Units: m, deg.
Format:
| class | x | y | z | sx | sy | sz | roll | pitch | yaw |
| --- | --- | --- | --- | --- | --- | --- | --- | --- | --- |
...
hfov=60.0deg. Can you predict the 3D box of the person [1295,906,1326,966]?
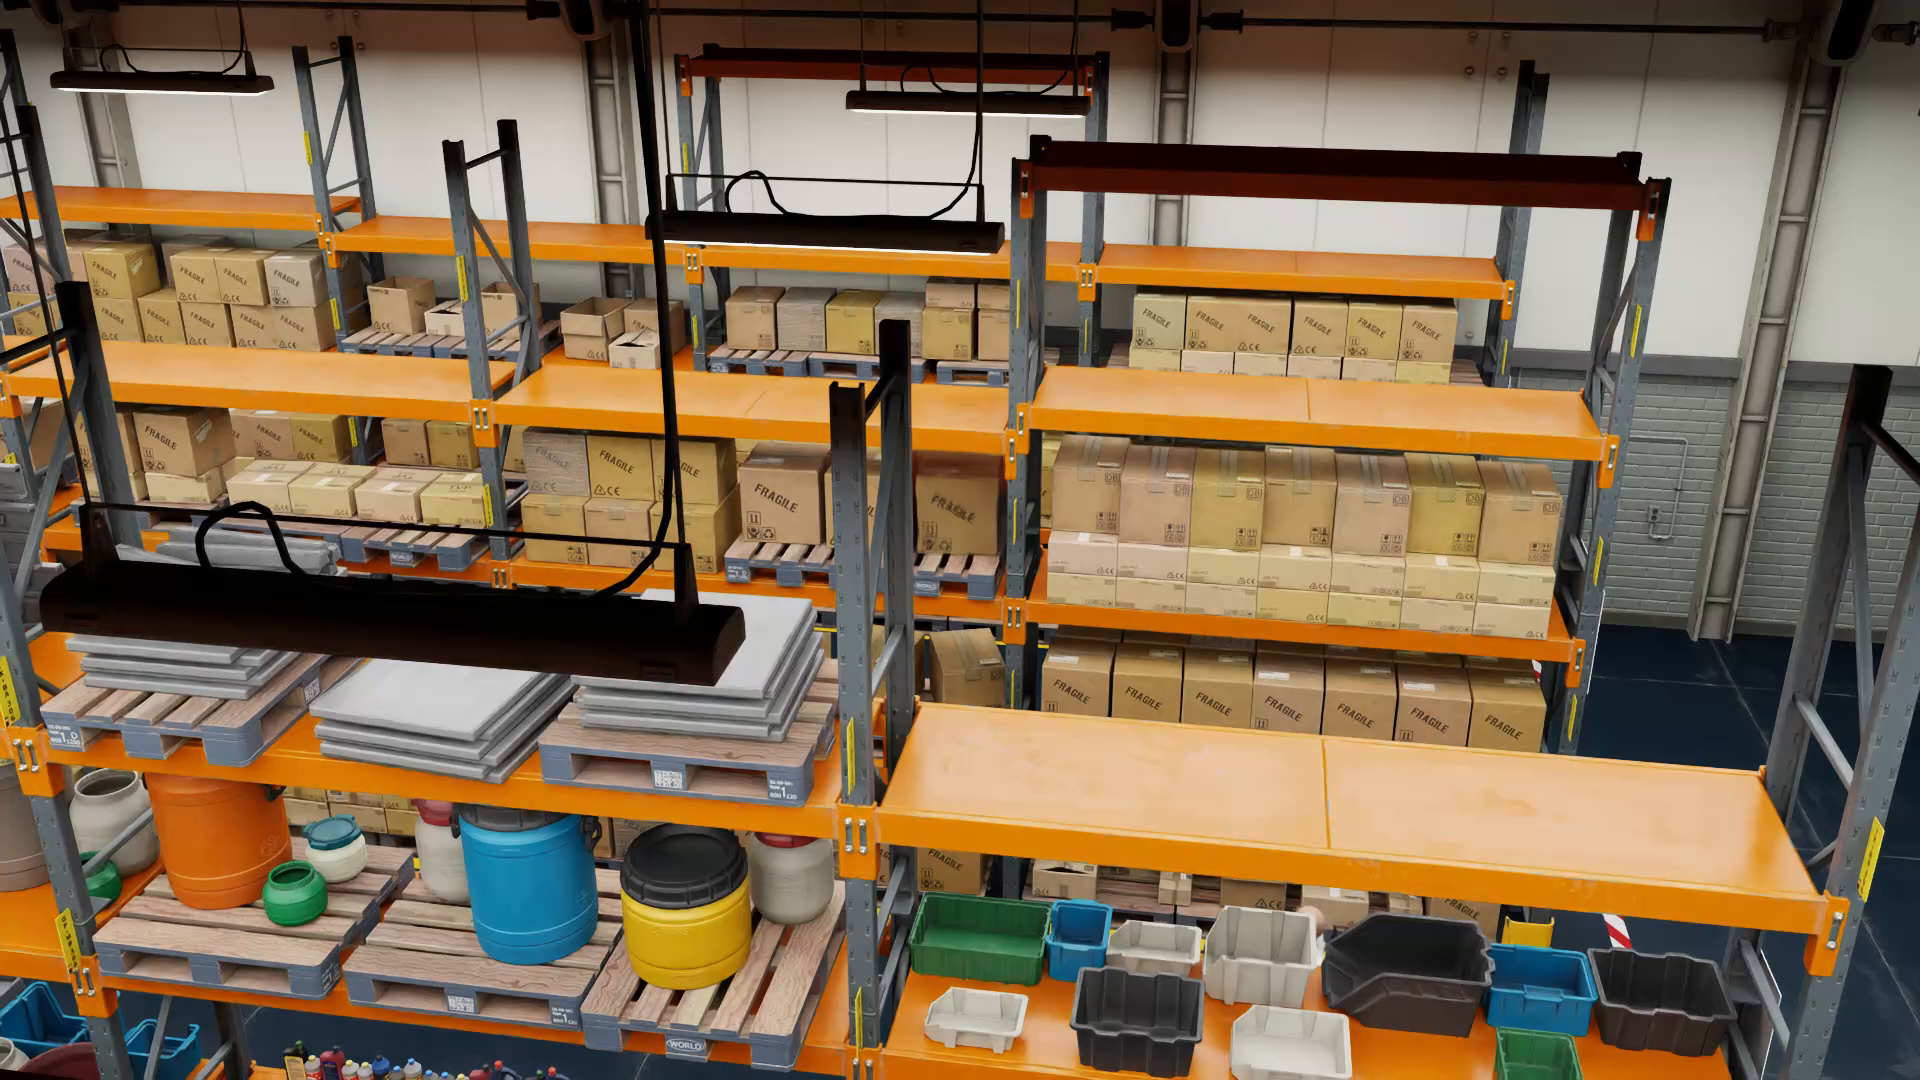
| class | x | y | z | sx | sy | sz | roll | pitch | yaw |
| --- | --- | --- | --- | --- | --- | --- | --- | --- | --- |
| person | 2.123 | 2.990 | 10.676 | 1.177 | 1.544 | 0.679 | 3 | 23 | 6 |
